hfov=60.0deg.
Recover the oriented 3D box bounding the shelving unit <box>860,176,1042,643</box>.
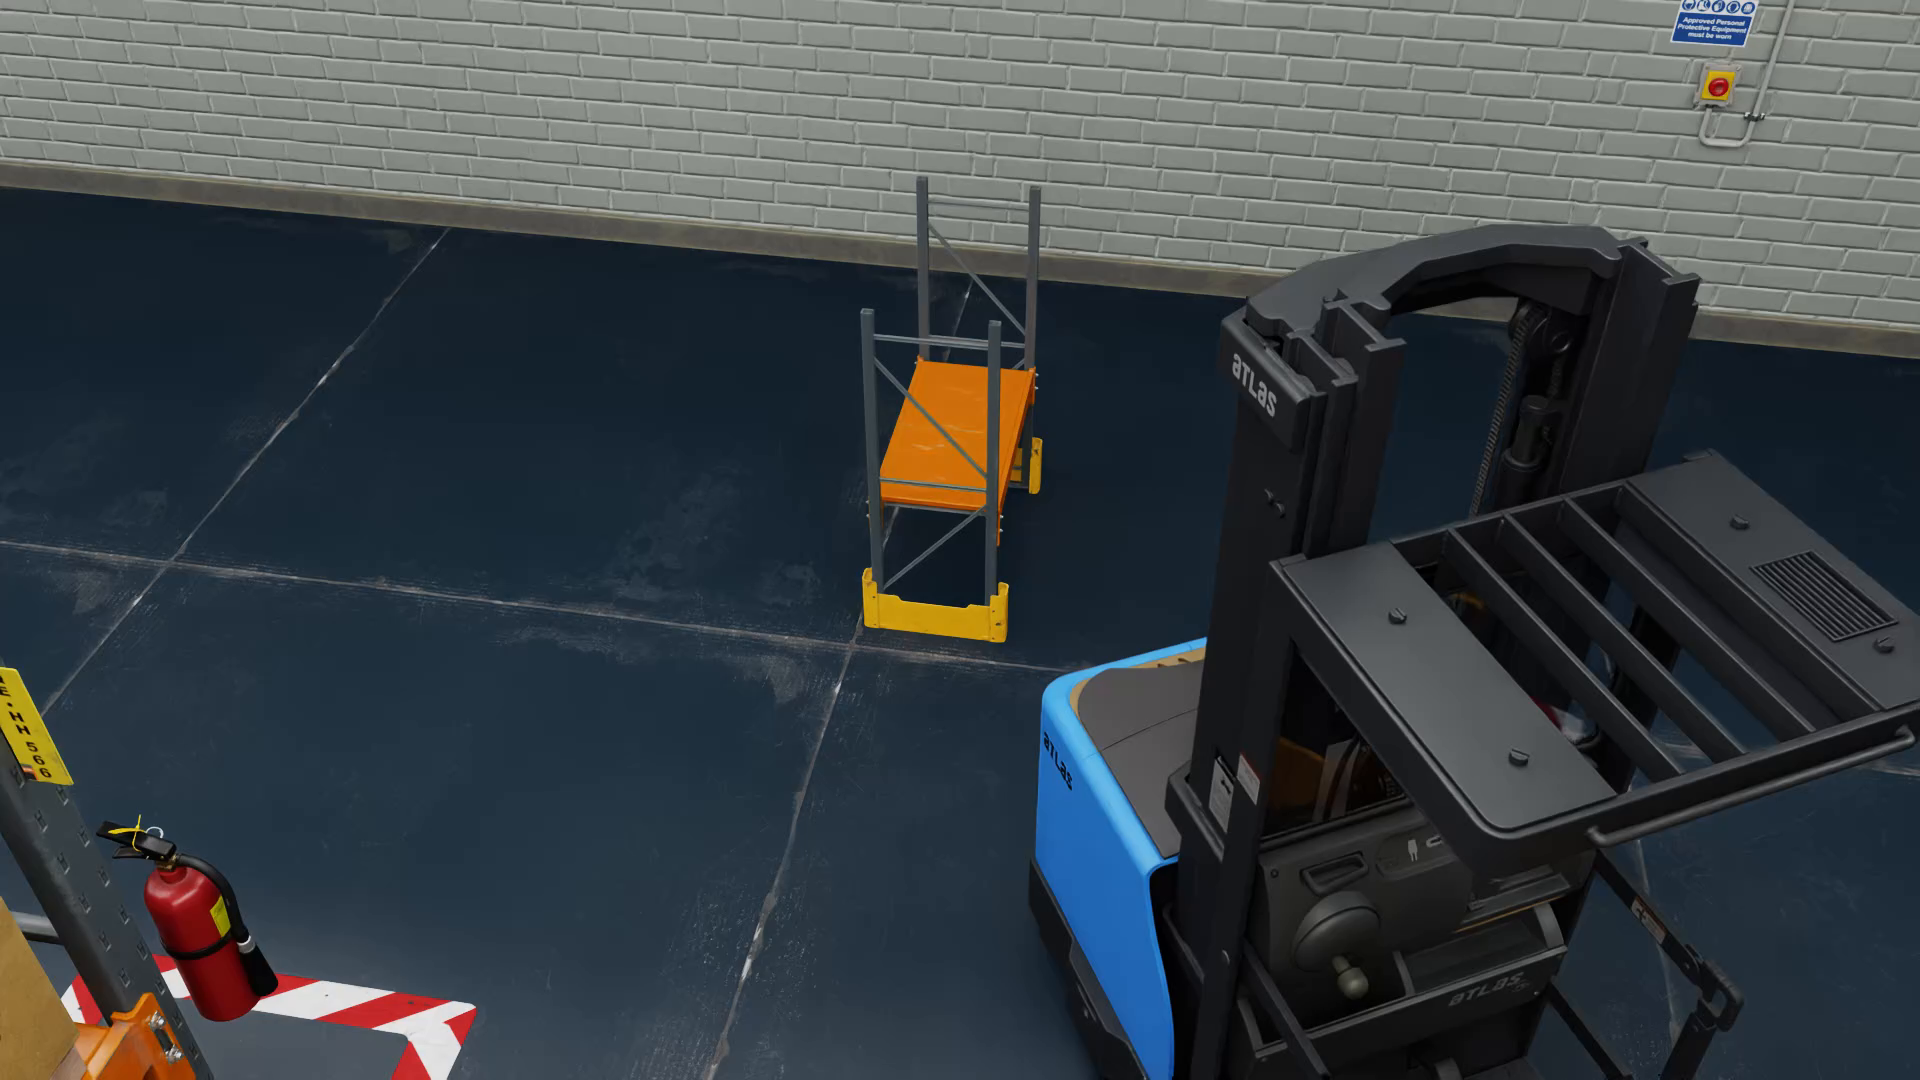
[{"bbox_3d":[-0.013,-0.530,6.714,0.587,1.500,1.083,6,40,8],"label":"shelving unit"}]

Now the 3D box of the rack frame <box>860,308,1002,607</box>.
[{"bbox_3d":[-0.103,-0.205,6.321,0.500,1.500,0.032,6,40,8],"label":"rack frame"}]

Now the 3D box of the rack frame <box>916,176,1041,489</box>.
[{"bbox_3d":[0.073,-0.844,7.093,0.500,1.500,0.032,6,40,8],"label":"rack frame"}]

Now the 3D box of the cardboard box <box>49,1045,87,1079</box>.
[{"bbox_3d":[-2.178,1.196,3.647,0.380,0.149,0.250,6,40,8],"label":"cardboard box"}]

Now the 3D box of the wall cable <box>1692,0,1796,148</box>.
[{"bbox_3d":[3.446,-2.600,7.218,0.585,1.953,0.123,6,40,8],"label":"wall cable"}]

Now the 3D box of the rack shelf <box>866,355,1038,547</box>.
[{"bbox_3d":[-0.015,-0.386,6.822,0.538,0.185,1.000,6,40,8],"label":"rack shelf"}]

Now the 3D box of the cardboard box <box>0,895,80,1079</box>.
[{"bbox_3d":[-2.224,1.020,3.350,0.500,0.500,0.500,7,40,9],"label":"cardboard box"}]

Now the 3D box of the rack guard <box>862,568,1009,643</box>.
[{"bbox_3d":[-0.099,0.264,6.734,0.587,0.250,0.087,6,40,8],"label":"rack guard"}]

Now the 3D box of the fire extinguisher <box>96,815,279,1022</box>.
[{"bbox_3d":[-1.901,0.929,4.125,0.296,0.674,0.183,6,40,8],"label":"fire extinguisher"}]

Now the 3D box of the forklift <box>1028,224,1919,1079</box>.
[{"bbox_3d":[1.225,0.895,3.867,1.130,2.935,3.031,-13,41,-16],"label":"forklift"}]

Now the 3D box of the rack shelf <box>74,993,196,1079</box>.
[{"bbox_3d":[-2.746,2.395,2.563,1.077,0.370,4.000,6,40,8],"label":"rack shelf"}]

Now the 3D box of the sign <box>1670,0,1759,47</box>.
[{"bbox_3d":[3.409,-2.344,7.519,0.327,0.218,0.001,6,40,8],"label":"sign"}]

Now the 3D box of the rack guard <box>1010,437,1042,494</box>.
[{"bbox_3d":[0.073,-0.361,7.490,0.587,0.250,0.087,6,40,8],"label":"rack guard"}]

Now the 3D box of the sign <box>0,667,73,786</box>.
[{"bbox_3d":[-1.856,0.369,3.293,0.100,0.325,0.005,6,40,8],"label":"sign"}]
